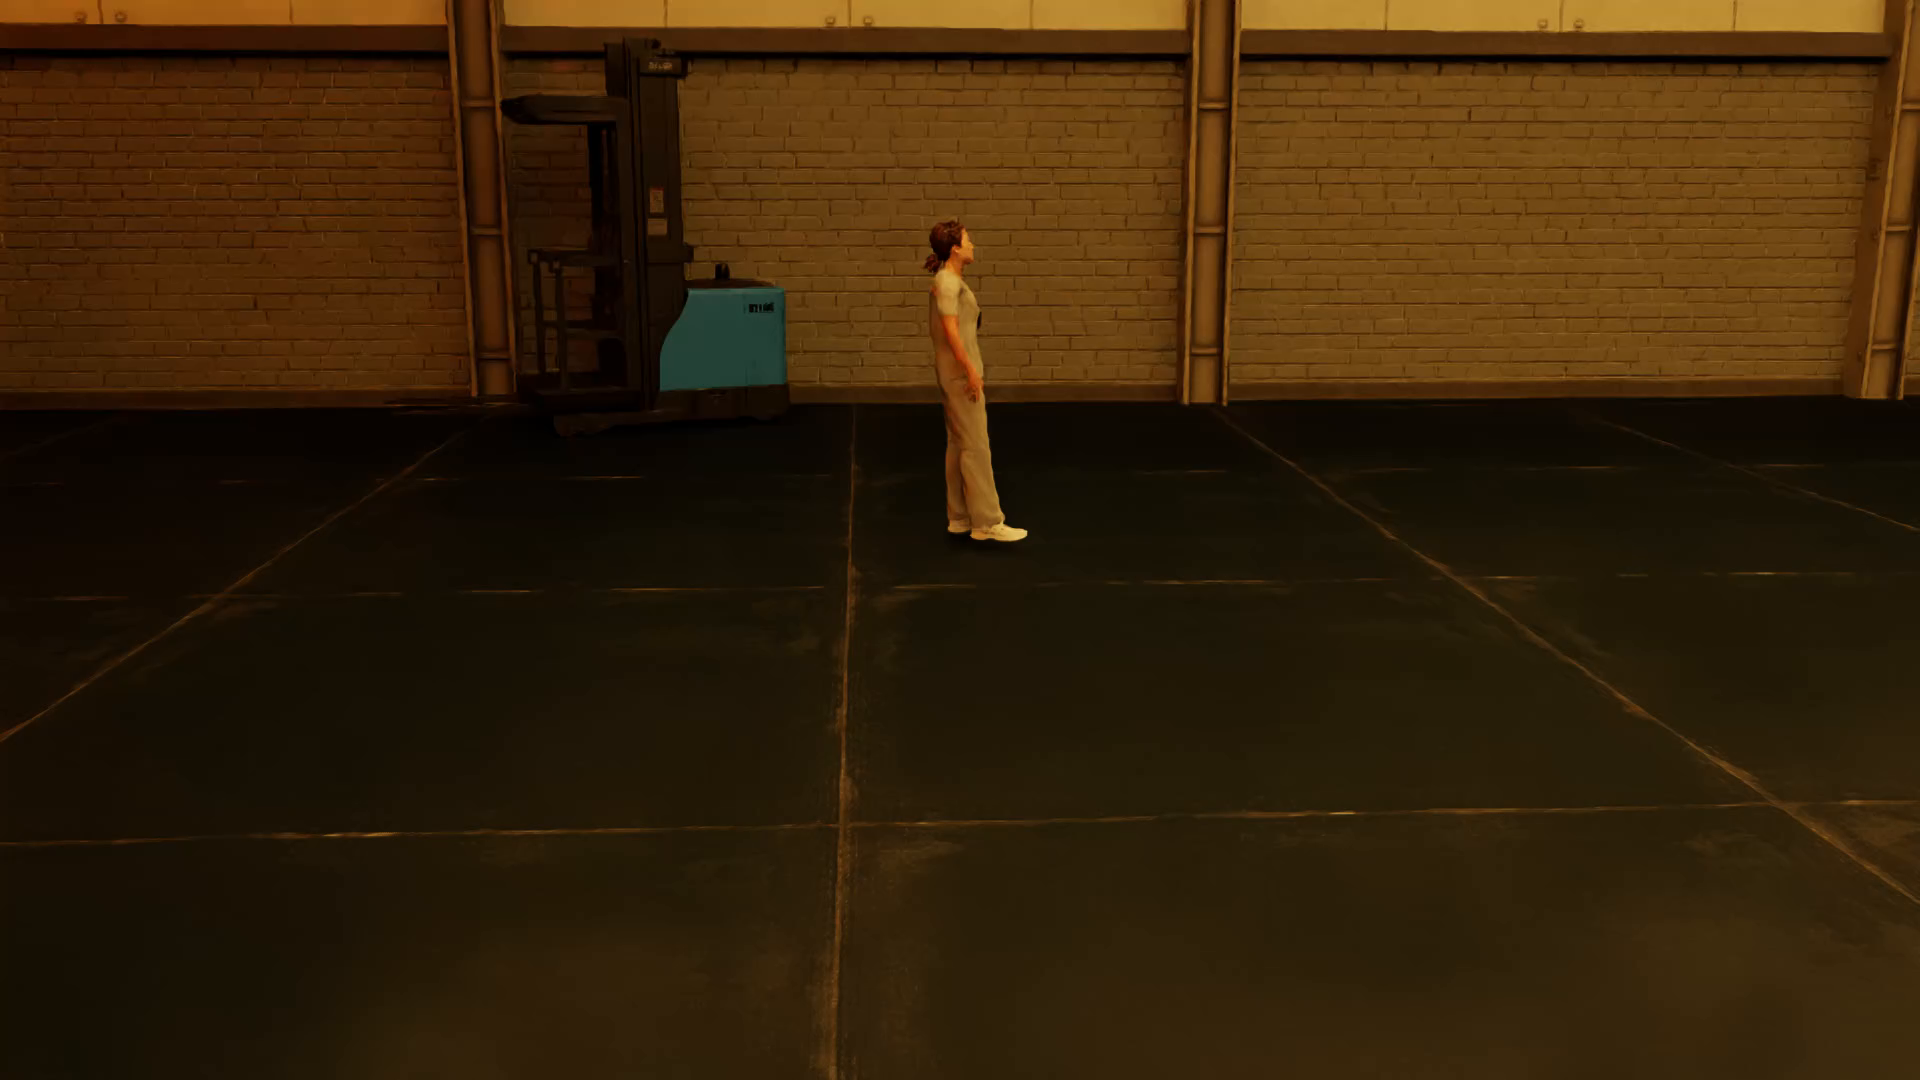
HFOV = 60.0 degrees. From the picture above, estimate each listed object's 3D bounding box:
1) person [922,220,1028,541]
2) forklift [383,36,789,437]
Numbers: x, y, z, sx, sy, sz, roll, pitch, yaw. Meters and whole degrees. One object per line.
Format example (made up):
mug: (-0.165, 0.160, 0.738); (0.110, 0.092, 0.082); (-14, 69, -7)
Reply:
person: (0.074, -0.860, 8.900); (0.549, 1.672, 0.550); (-1, 13, -3)
forklift: (-2.931, -2.343, 12.835); (3.031, 2.935, 1.130); (-5, 14, -23)
